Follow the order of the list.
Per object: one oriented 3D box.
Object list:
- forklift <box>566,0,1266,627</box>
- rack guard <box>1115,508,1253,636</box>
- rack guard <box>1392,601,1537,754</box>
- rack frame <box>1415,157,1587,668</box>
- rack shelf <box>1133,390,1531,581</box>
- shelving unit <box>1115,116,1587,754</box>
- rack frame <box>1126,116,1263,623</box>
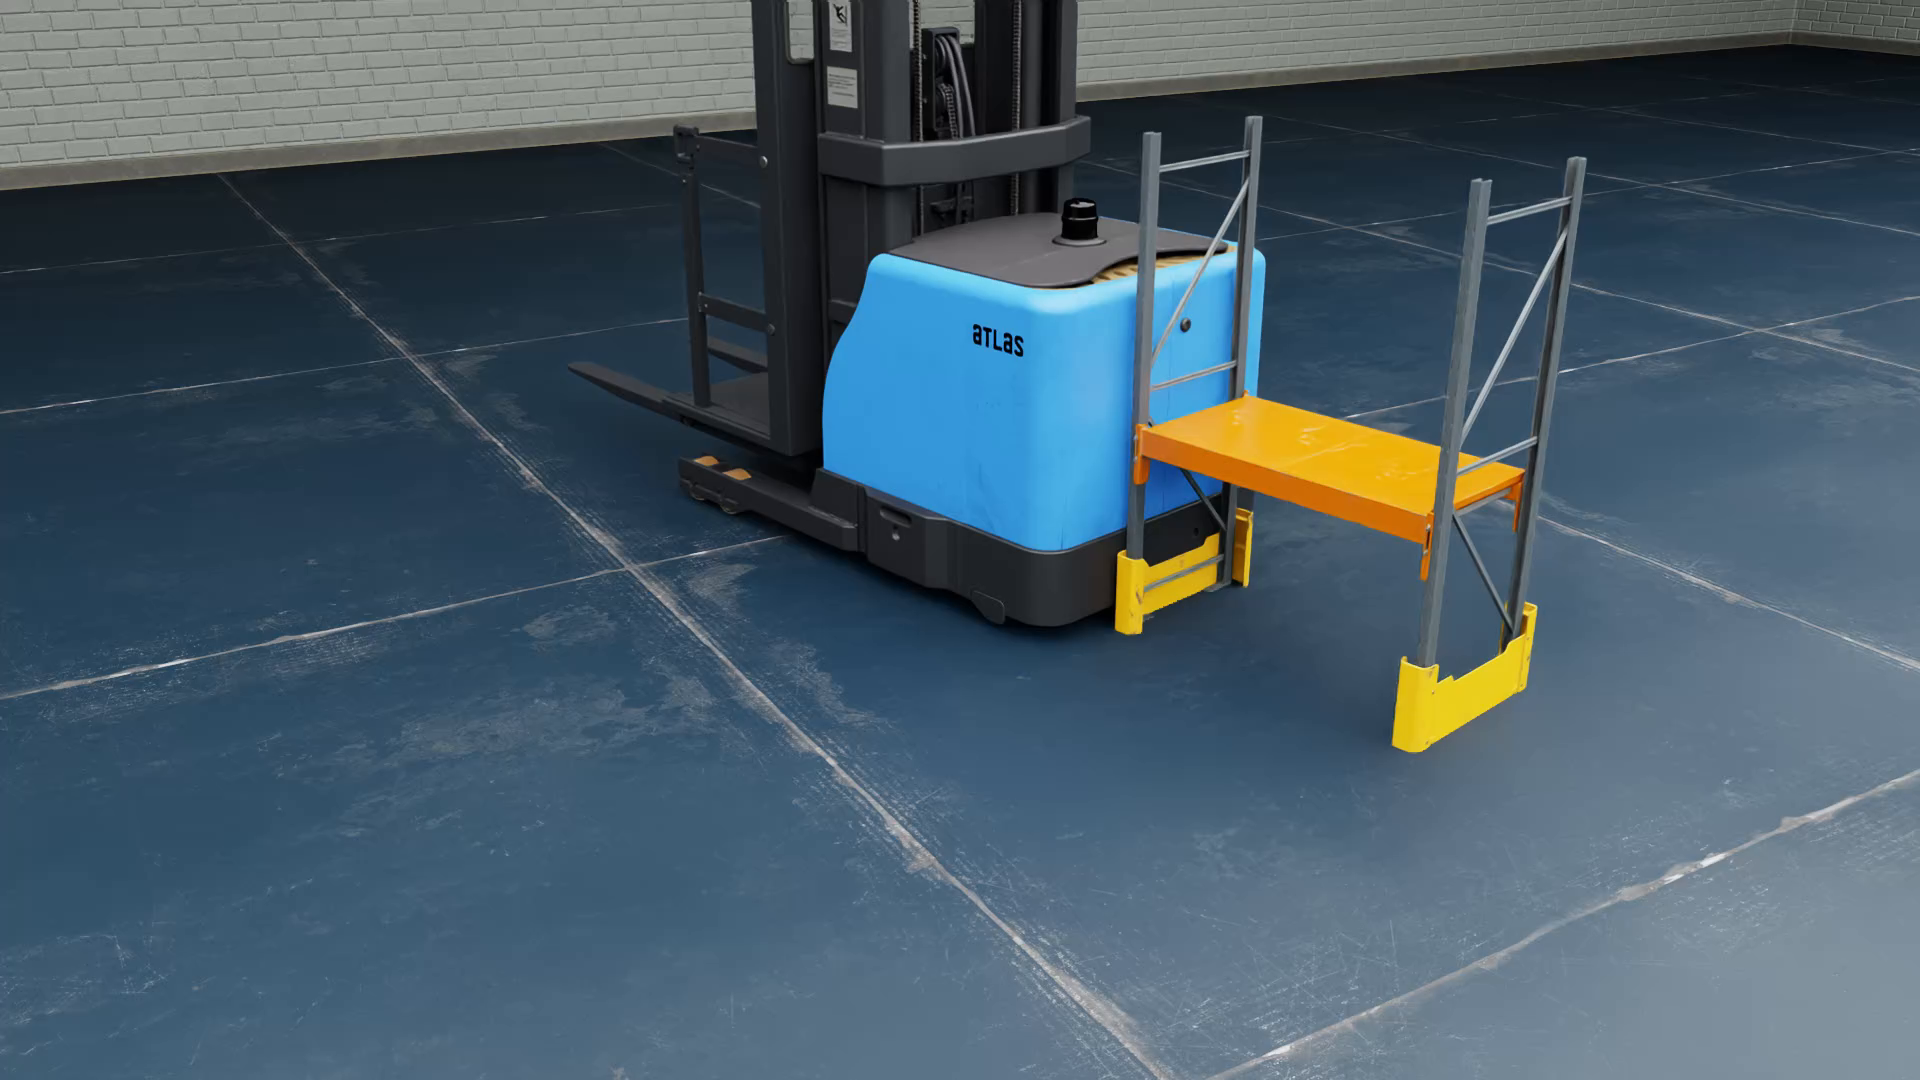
[{"bbox_3d":[-0.393,-1.565,5.770,1.130,2.935,3.031,-19,29,-39],"label":"forklift"},{"bbox_3d":[0.712,0.094,5.247,0.587,0.250,0.087,-19,29,-39],"label":"rack guard"},{"bbox_3d":[1.392,0.368,4.574,0.587,0.250,0.087,-19,29,-39],"label":"rack guard"},{"bbox_3d":[1.393,-0.210,4.338,0.500,1.500,0.032,-19,29,-39],"label":"rack frame"},{"bbox_3d":[1.046,-0.184,4.749,0.538,0.185,1.000,-19,29,-39],"label":"rack shelf"},{"bbox_3d":[1.052,-0.348,4.675,0.587,1.500,1.083,-19,29,-39],"label":"shelving unit"},{"bbox_3d":[0.698,-0.490,5.025,0.500,1.500,0.032,-19,29,-39],"label":"rack frame"}]
